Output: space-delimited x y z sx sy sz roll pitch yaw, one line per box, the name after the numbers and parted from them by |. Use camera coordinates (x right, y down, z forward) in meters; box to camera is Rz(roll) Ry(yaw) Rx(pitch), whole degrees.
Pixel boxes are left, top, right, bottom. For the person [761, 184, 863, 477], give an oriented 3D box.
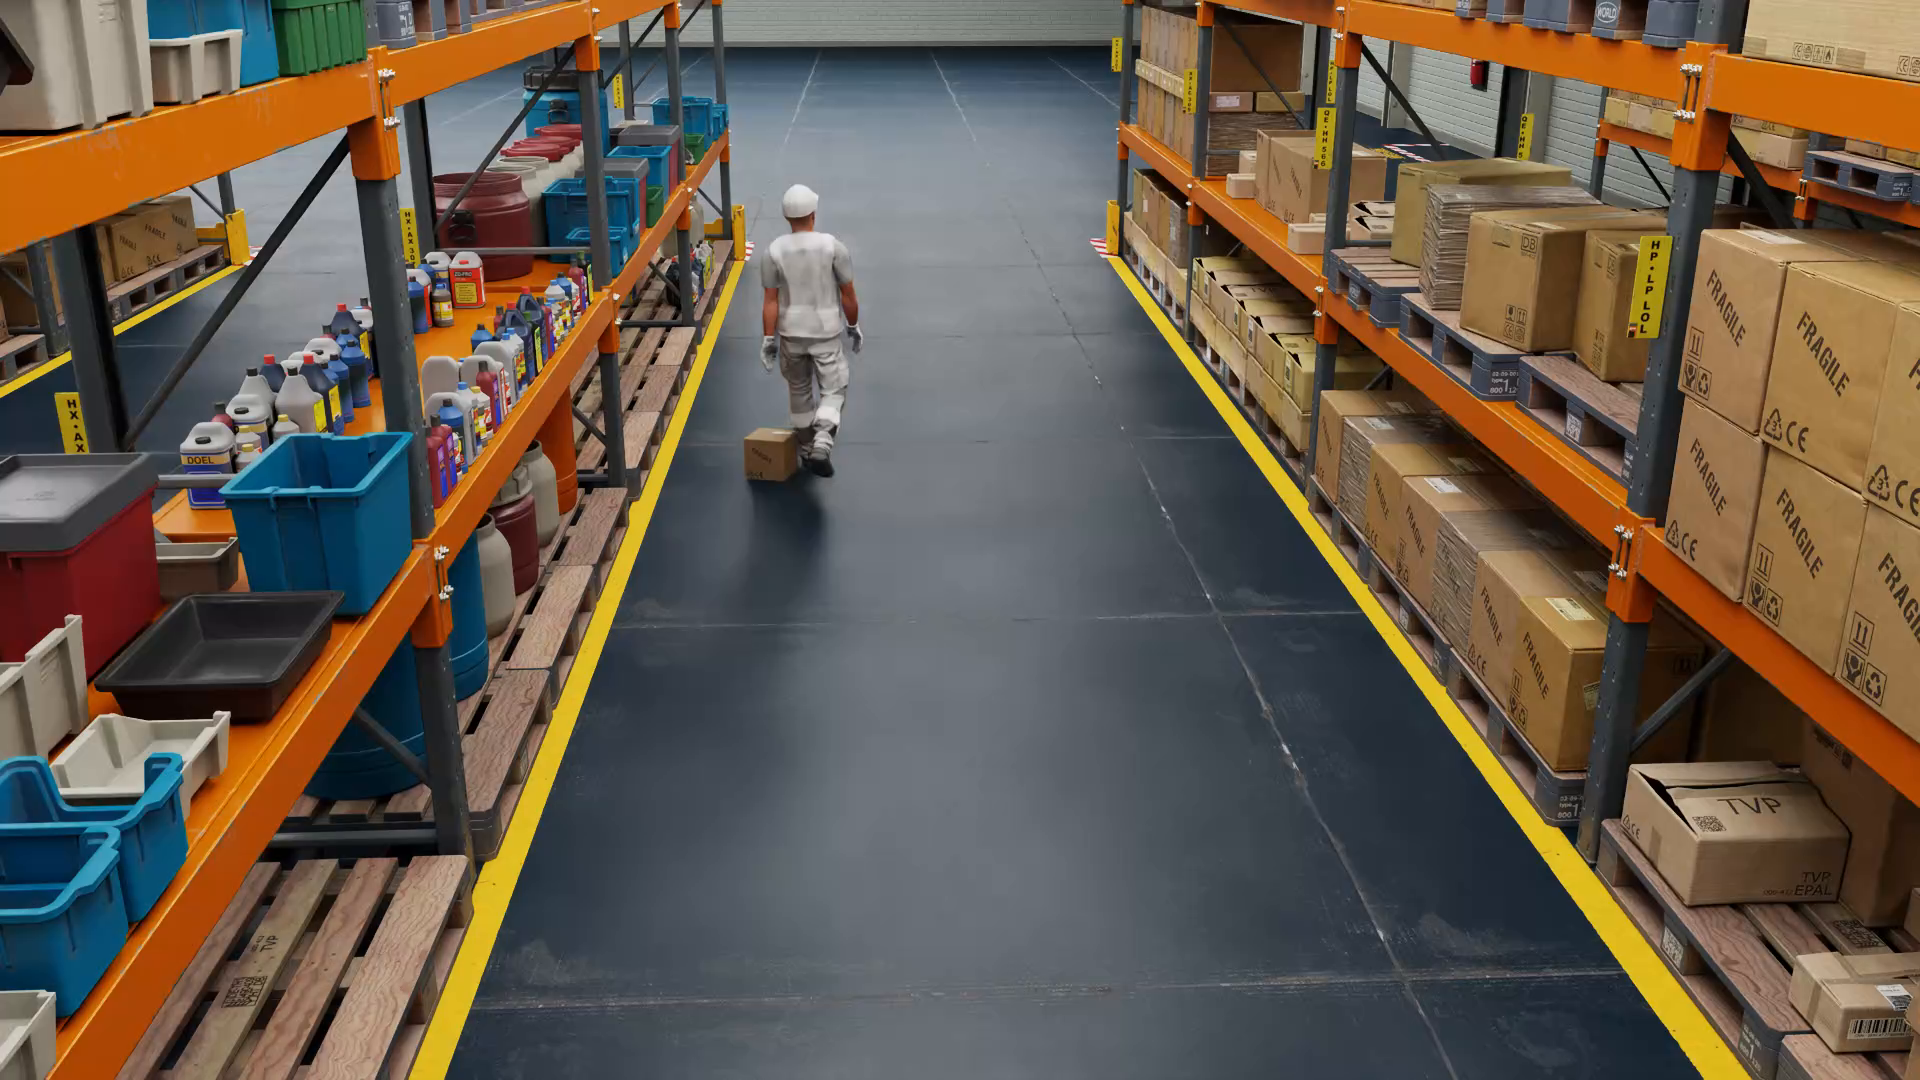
-0.879 -1.212 9.822 0.583 1.757 0.929 1 20 3 | person
